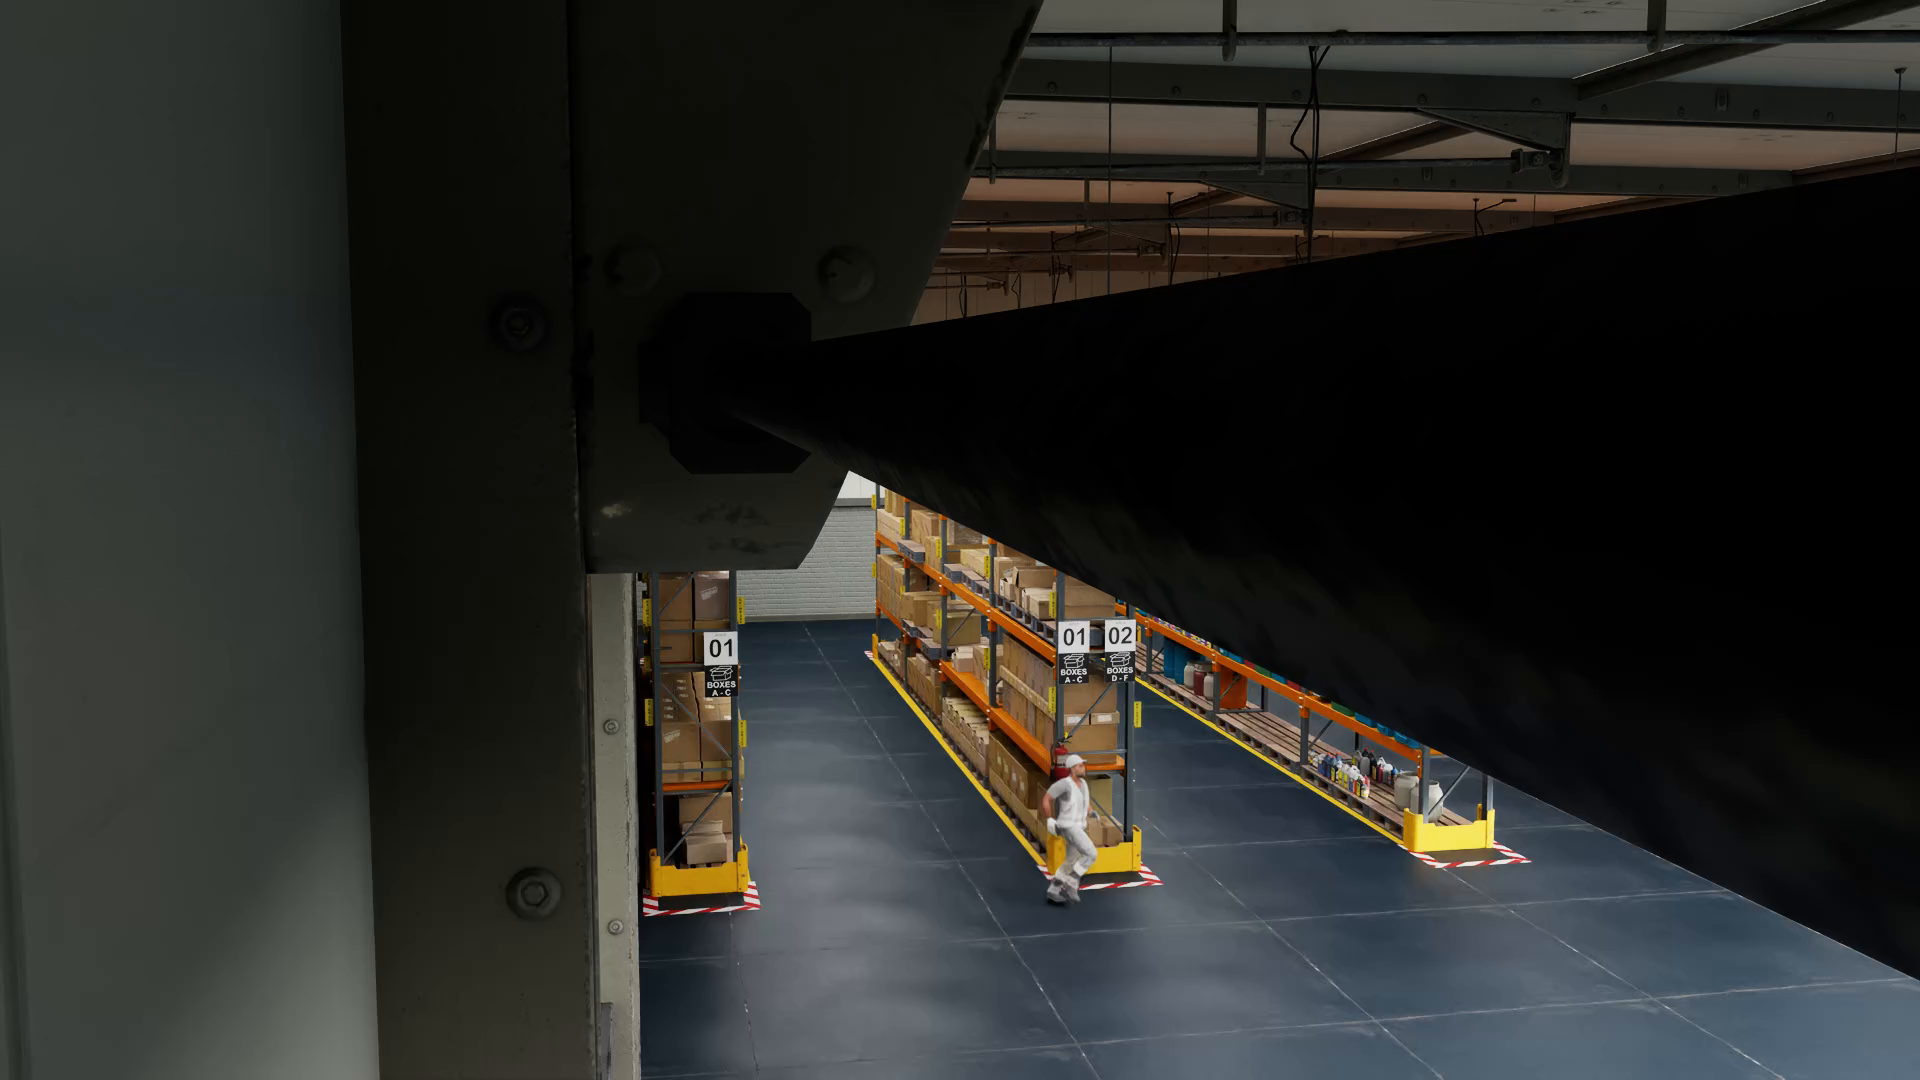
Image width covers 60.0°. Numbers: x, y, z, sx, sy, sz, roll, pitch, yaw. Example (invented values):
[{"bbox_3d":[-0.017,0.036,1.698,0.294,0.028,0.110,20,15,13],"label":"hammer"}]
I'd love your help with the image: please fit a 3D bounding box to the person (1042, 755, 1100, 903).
[{"bbox_3d":[1.387,3.403,19.762,0.650,1.673,0.694,3,7,30],"label":"person"}]
